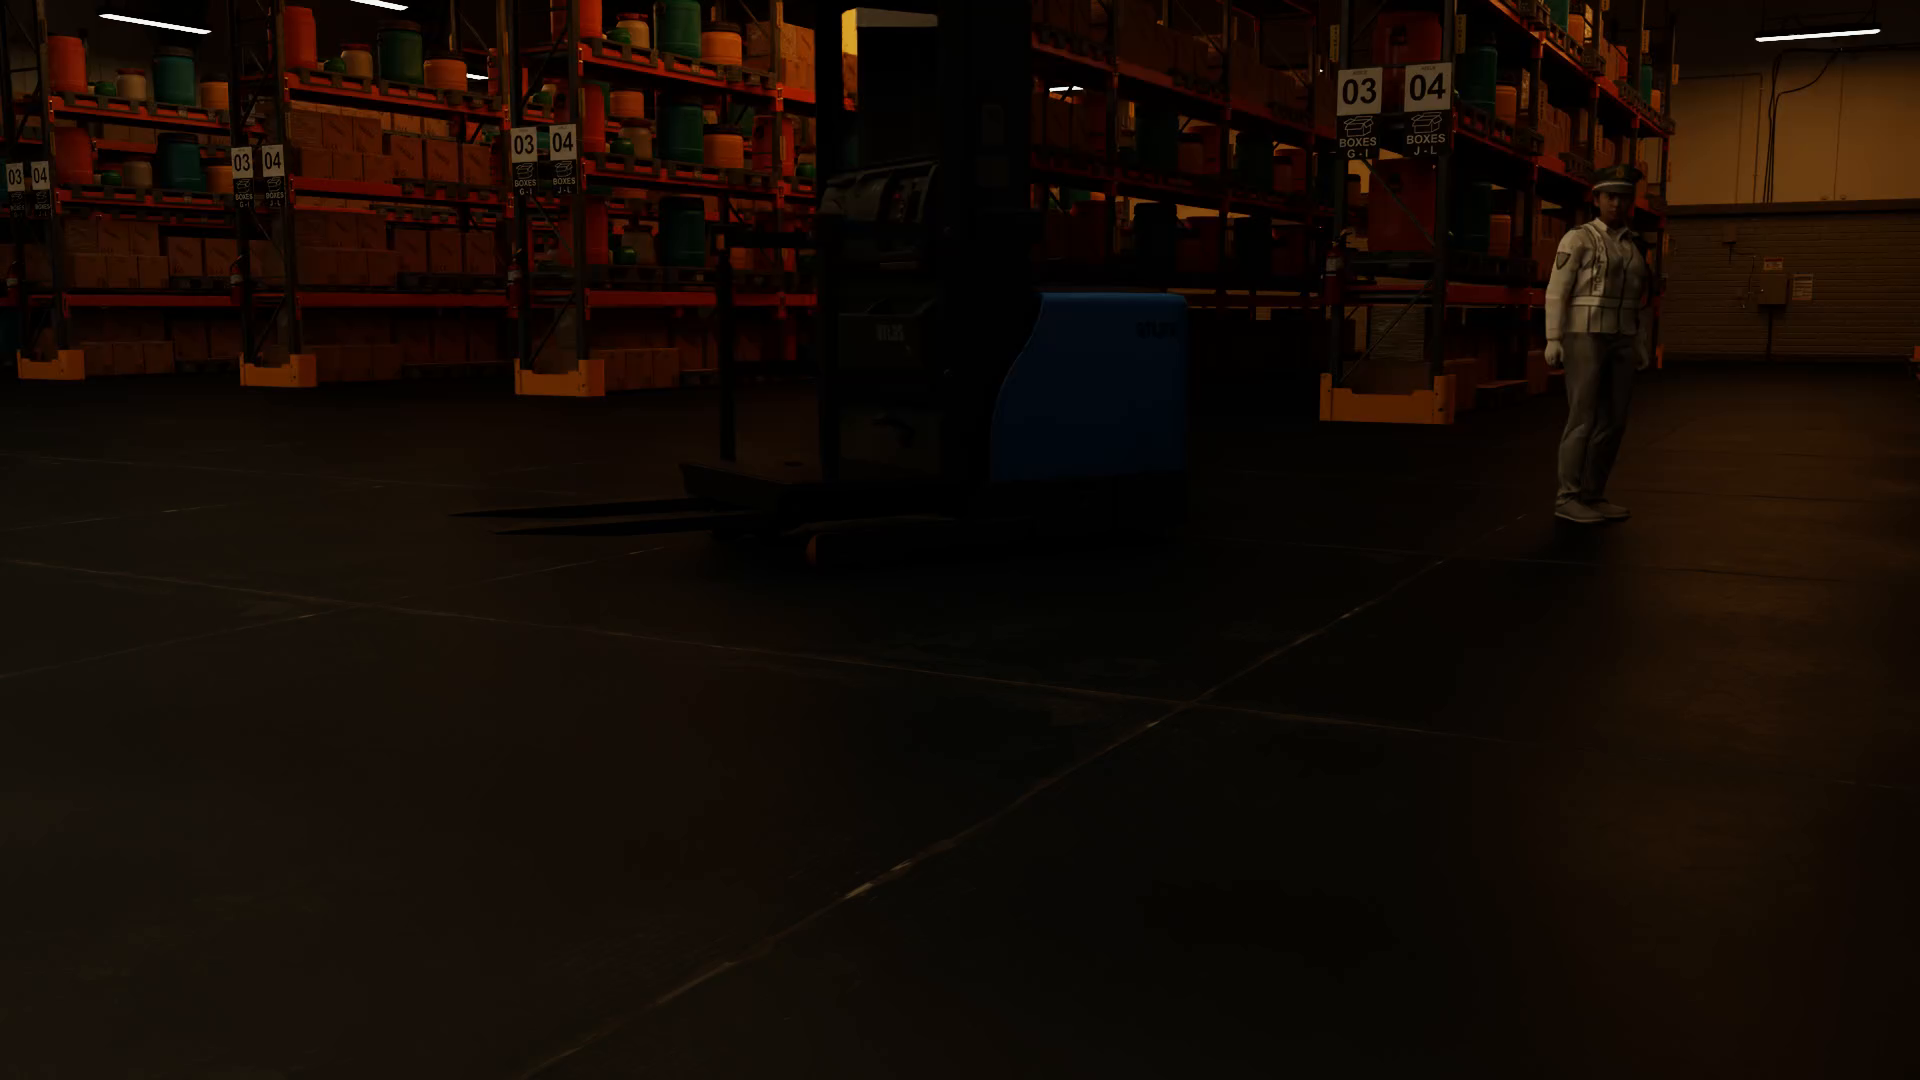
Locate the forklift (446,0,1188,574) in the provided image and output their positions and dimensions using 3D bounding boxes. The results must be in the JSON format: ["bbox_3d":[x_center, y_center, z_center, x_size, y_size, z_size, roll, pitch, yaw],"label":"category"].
[{"bbox_3d":[-0.526,-1.405,6.773,3.031,2.935,1.130,-5,9,-31],"label":"forklift"}]

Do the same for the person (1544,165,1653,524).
[{"bbox_3d":[3.071,-0.929,7.935,0.596,1.677,0.381,-3,9,-23],"label":"person"}]
